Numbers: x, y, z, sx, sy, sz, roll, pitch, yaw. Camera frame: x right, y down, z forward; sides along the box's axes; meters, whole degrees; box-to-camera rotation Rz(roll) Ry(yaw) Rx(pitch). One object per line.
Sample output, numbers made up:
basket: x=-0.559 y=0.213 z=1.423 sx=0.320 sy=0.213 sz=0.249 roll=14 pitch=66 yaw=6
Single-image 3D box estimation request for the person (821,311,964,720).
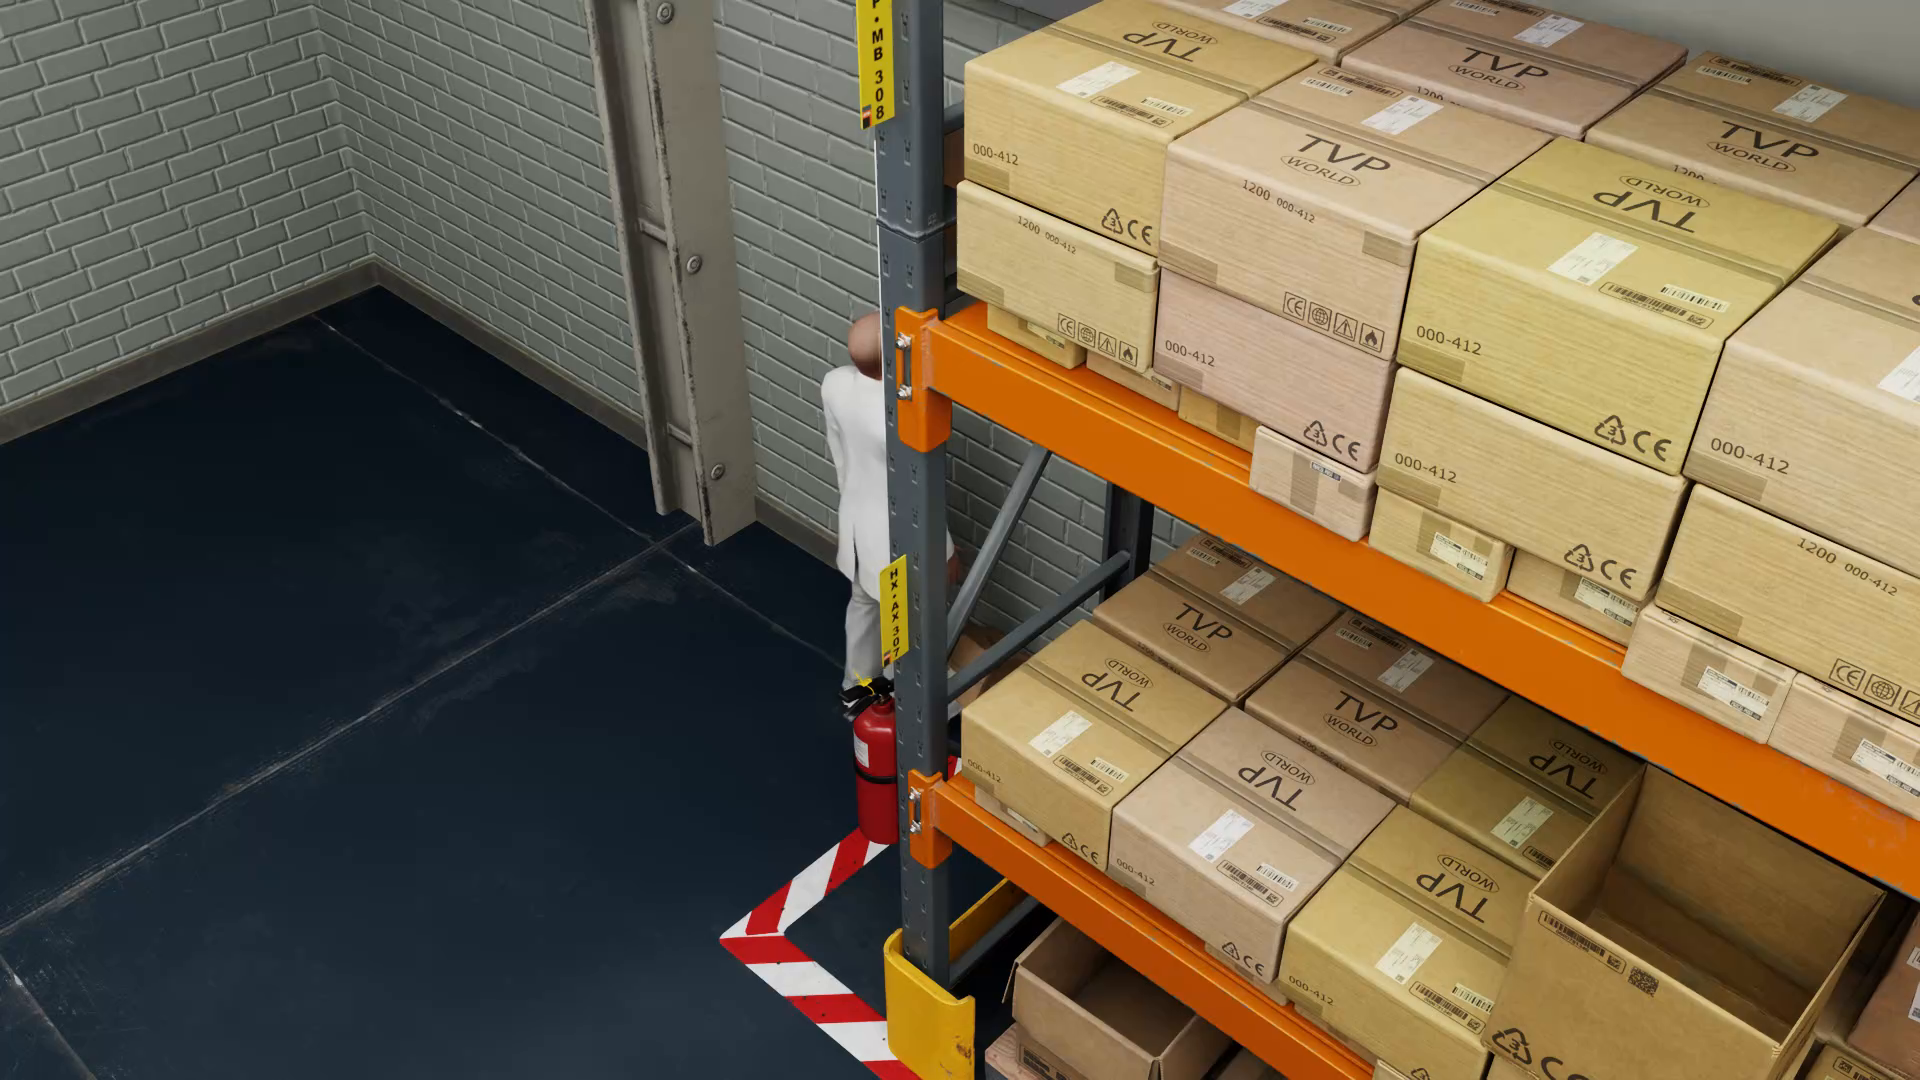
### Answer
person: x=-0.246 y=-0.049 z=6.202 sx=0.423 sy=1.786 sz=0.635 roll=-24 pitch=45 yaw=-27
